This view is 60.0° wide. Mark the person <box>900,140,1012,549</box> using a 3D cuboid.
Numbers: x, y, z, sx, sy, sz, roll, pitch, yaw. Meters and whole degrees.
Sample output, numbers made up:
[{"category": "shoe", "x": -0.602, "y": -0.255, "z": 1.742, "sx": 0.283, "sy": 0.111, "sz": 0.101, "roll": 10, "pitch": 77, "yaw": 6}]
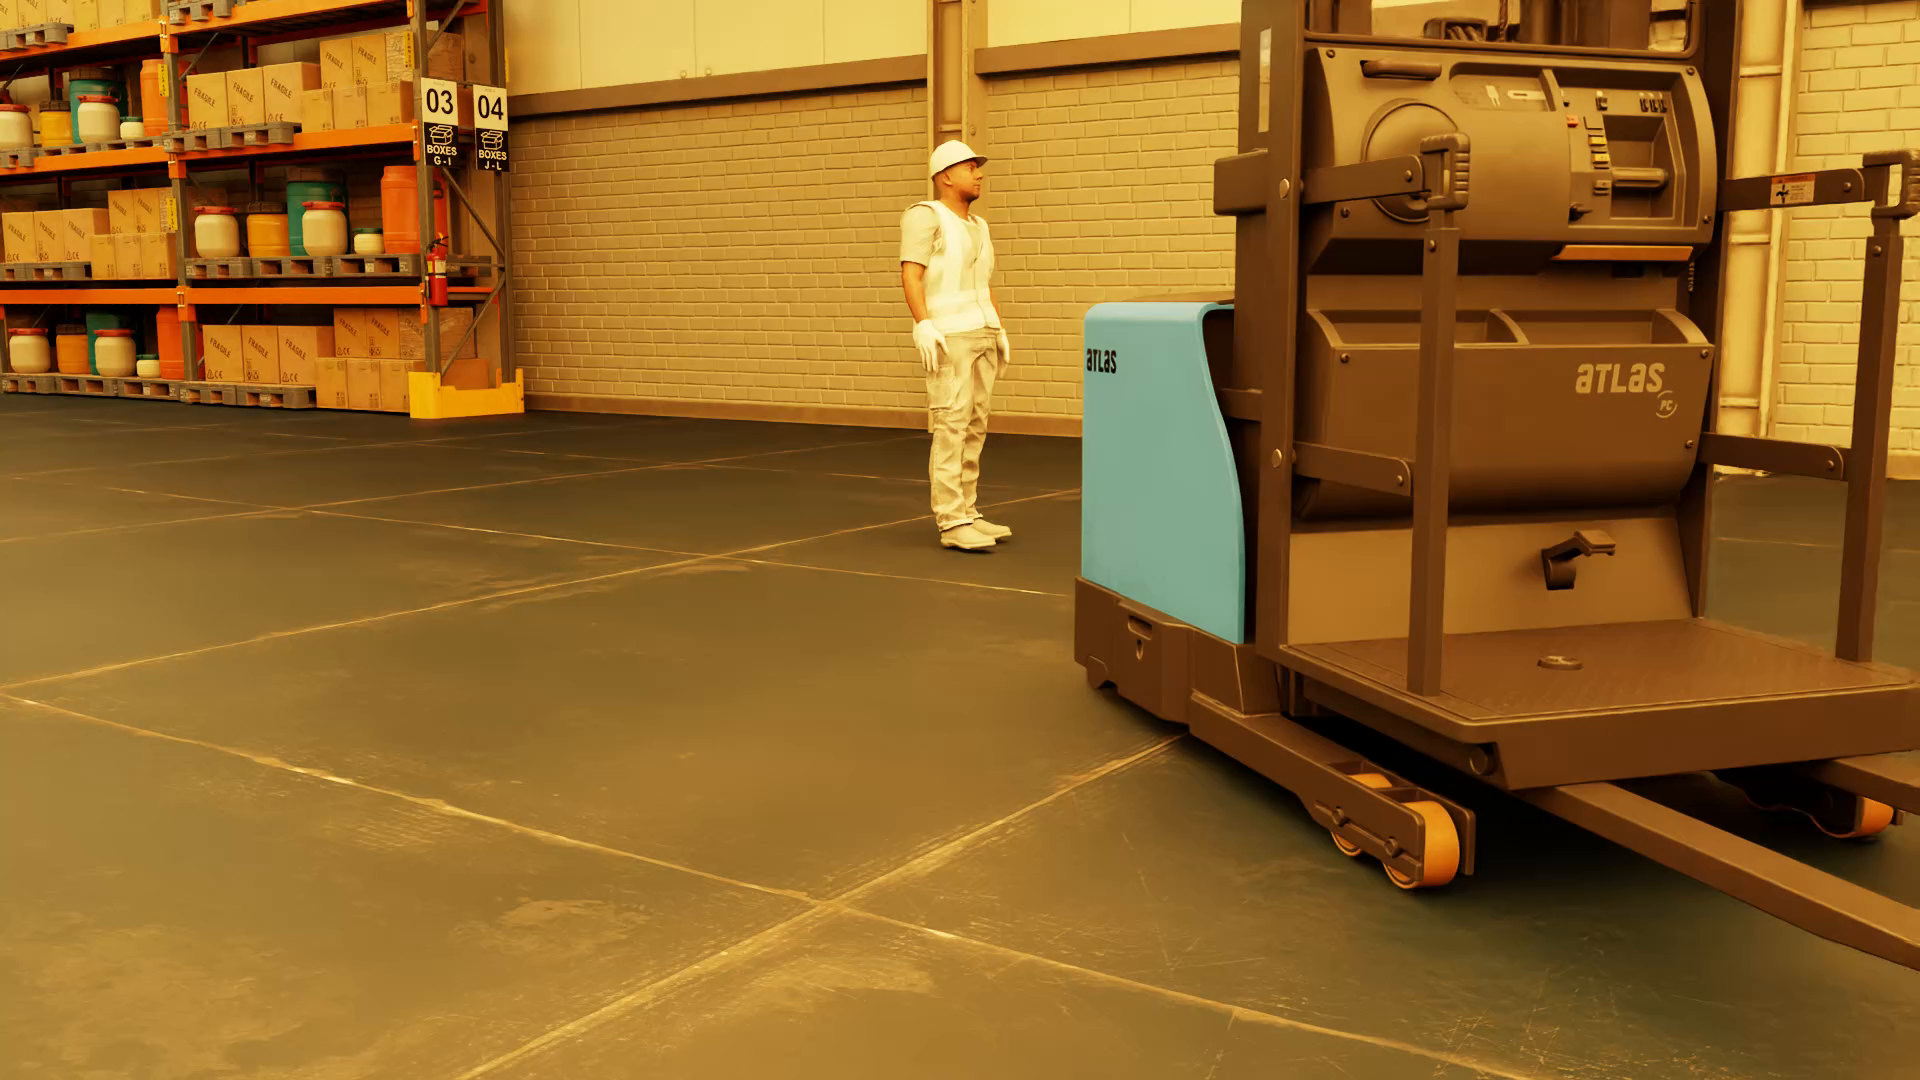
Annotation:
[{"category": "person", "x": 0.056, "y": -0.883, "z": 7.431, "sx": 0.575, "sy": 1.784, "sz": 0.656, "roll": 5, "pitch": 10, "yaw": 34}]

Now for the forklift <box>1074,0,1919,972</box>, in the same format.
[{"category": "forklift", "x": 1.244, "y": -0.868, "z": 3.294, "sx": 1.130, "sy": 2.935, "sz": 3.031, "roll": -2, "pitch": 8, "yaw": -17}]
